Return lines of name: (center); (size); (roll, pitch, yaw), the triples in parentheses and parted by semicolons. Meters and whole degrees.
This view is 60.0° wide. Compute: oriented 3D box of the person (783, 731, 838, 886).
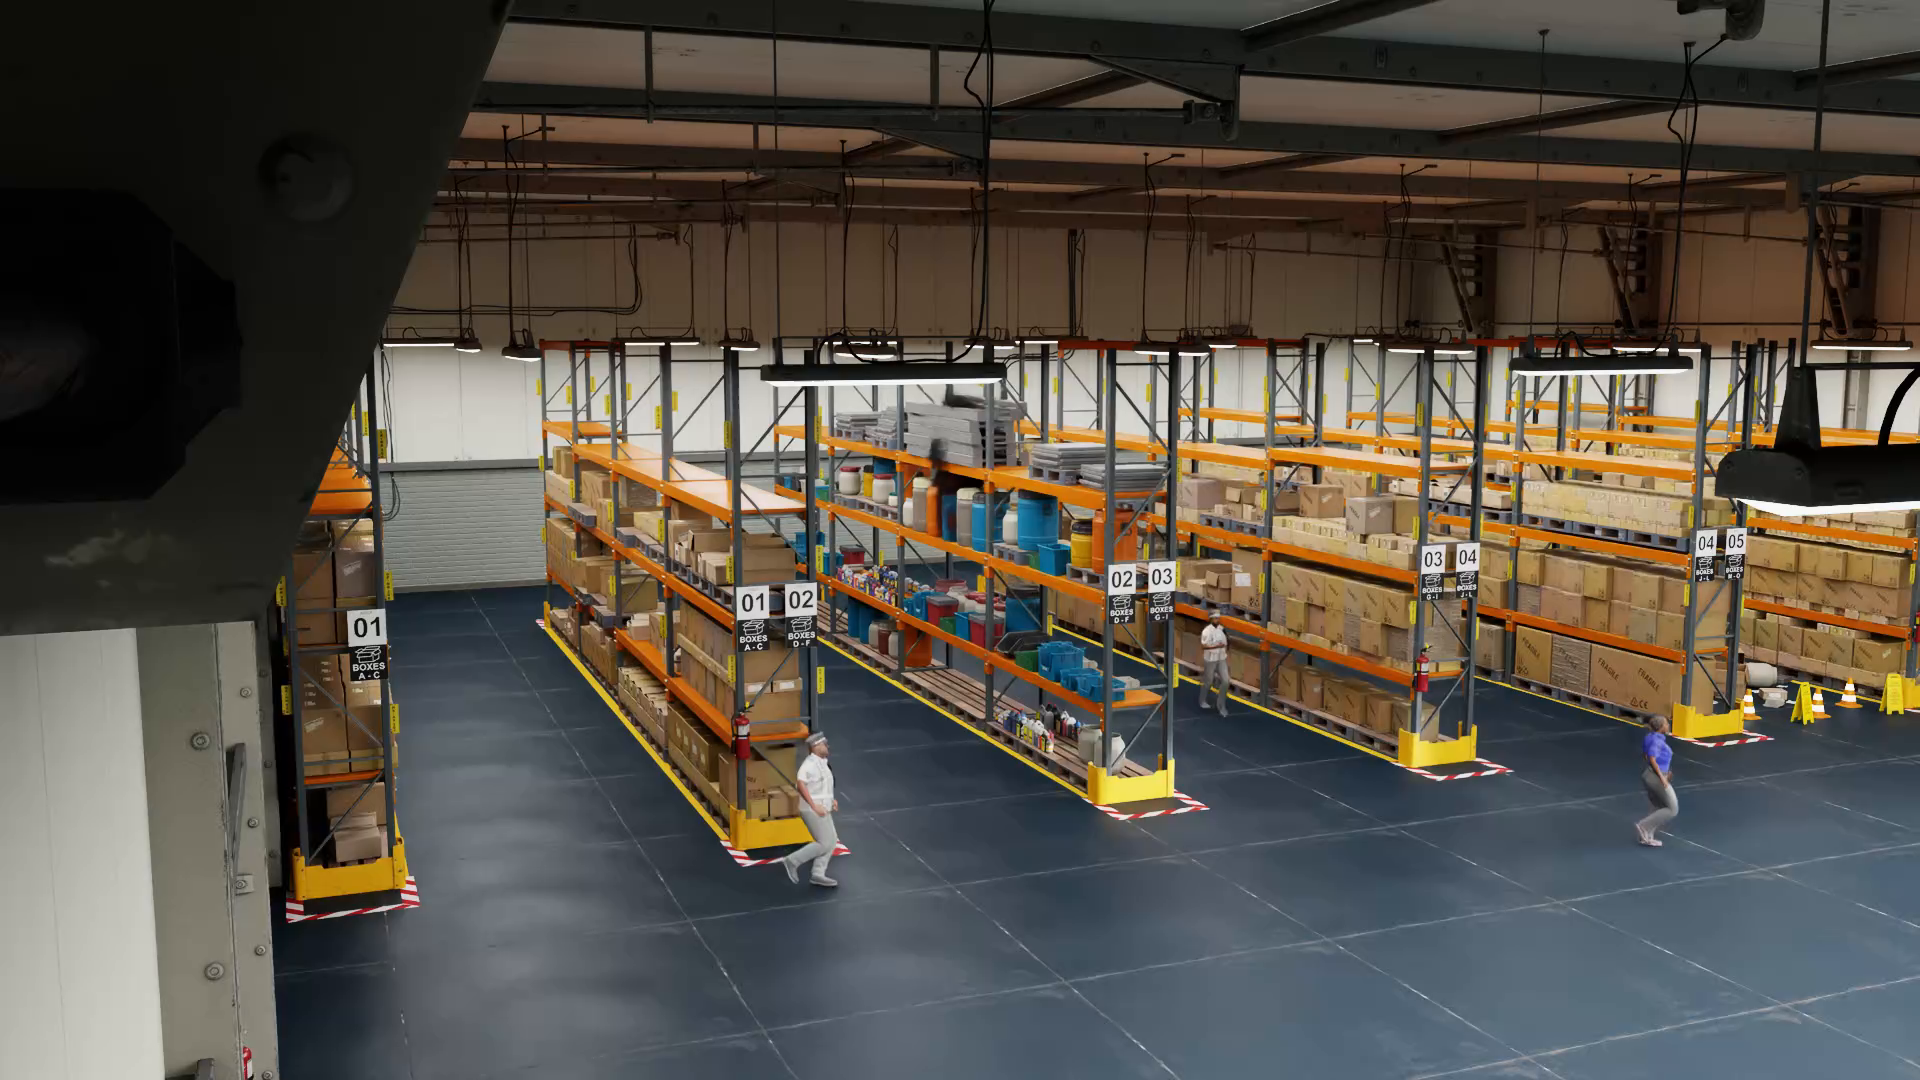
person: (-1.674, 3.030, 18.909); (0.606, 1.724, 0.726); (1, 7, 4)

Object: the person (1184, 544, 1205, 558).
person: (5.907, 0.030, 41.737); (1.027, 1.734, 0.772); (3, 8, 22)

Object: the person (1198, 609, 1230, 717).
person: (4.145, 1.988, 27.035); (0.556, 1.750, 0.714); (-3, 8, -24)

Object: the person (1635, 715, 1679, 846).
person: (8.451, 2.921, 20.162); (0.493, 1.620, 0.580); (1, 7, 6)
